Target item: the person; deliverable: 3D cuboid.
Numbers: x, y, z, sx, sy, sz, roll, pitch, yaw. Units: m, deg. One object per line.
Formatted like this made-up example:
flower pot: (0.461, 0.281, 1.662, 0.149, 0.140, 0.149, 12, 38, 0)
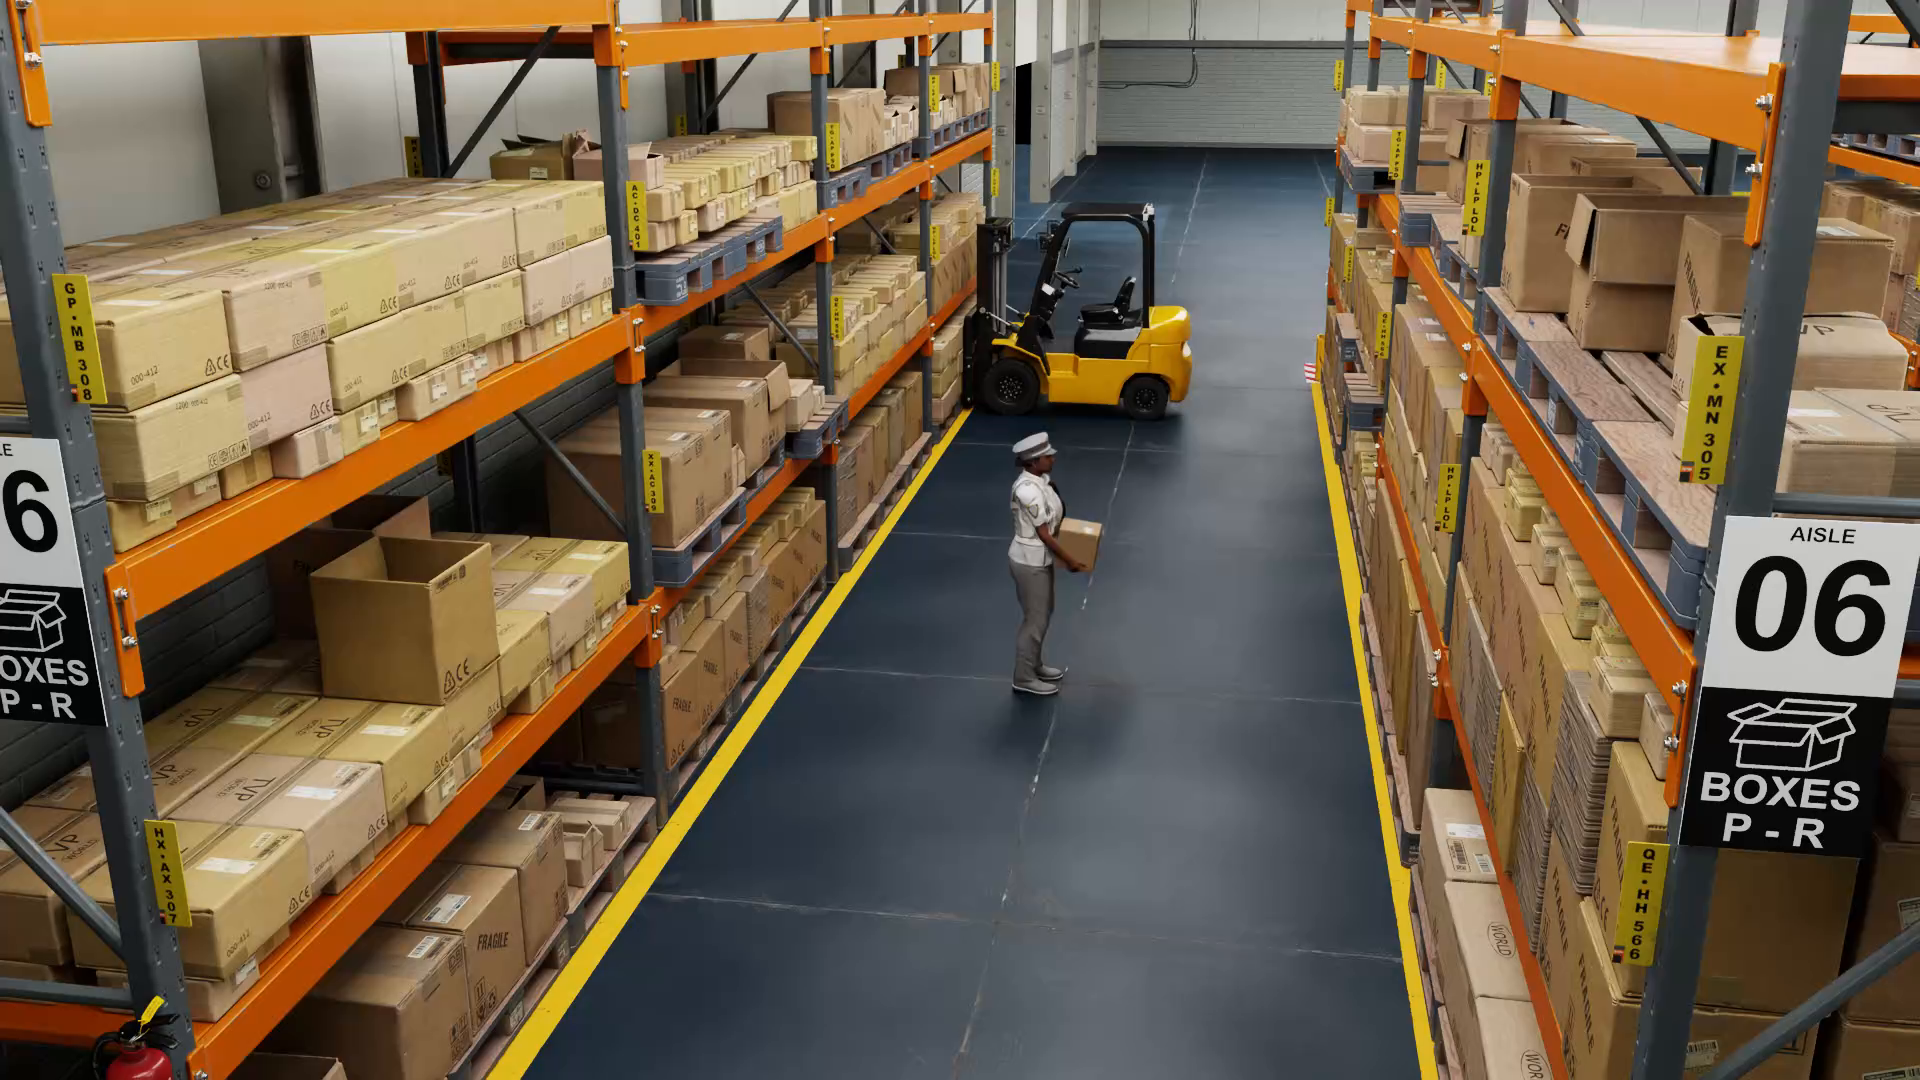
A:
person: (0.568, 0.142, 10.583, 0.520, 1.692, 0.435, 3, 18, 9)
